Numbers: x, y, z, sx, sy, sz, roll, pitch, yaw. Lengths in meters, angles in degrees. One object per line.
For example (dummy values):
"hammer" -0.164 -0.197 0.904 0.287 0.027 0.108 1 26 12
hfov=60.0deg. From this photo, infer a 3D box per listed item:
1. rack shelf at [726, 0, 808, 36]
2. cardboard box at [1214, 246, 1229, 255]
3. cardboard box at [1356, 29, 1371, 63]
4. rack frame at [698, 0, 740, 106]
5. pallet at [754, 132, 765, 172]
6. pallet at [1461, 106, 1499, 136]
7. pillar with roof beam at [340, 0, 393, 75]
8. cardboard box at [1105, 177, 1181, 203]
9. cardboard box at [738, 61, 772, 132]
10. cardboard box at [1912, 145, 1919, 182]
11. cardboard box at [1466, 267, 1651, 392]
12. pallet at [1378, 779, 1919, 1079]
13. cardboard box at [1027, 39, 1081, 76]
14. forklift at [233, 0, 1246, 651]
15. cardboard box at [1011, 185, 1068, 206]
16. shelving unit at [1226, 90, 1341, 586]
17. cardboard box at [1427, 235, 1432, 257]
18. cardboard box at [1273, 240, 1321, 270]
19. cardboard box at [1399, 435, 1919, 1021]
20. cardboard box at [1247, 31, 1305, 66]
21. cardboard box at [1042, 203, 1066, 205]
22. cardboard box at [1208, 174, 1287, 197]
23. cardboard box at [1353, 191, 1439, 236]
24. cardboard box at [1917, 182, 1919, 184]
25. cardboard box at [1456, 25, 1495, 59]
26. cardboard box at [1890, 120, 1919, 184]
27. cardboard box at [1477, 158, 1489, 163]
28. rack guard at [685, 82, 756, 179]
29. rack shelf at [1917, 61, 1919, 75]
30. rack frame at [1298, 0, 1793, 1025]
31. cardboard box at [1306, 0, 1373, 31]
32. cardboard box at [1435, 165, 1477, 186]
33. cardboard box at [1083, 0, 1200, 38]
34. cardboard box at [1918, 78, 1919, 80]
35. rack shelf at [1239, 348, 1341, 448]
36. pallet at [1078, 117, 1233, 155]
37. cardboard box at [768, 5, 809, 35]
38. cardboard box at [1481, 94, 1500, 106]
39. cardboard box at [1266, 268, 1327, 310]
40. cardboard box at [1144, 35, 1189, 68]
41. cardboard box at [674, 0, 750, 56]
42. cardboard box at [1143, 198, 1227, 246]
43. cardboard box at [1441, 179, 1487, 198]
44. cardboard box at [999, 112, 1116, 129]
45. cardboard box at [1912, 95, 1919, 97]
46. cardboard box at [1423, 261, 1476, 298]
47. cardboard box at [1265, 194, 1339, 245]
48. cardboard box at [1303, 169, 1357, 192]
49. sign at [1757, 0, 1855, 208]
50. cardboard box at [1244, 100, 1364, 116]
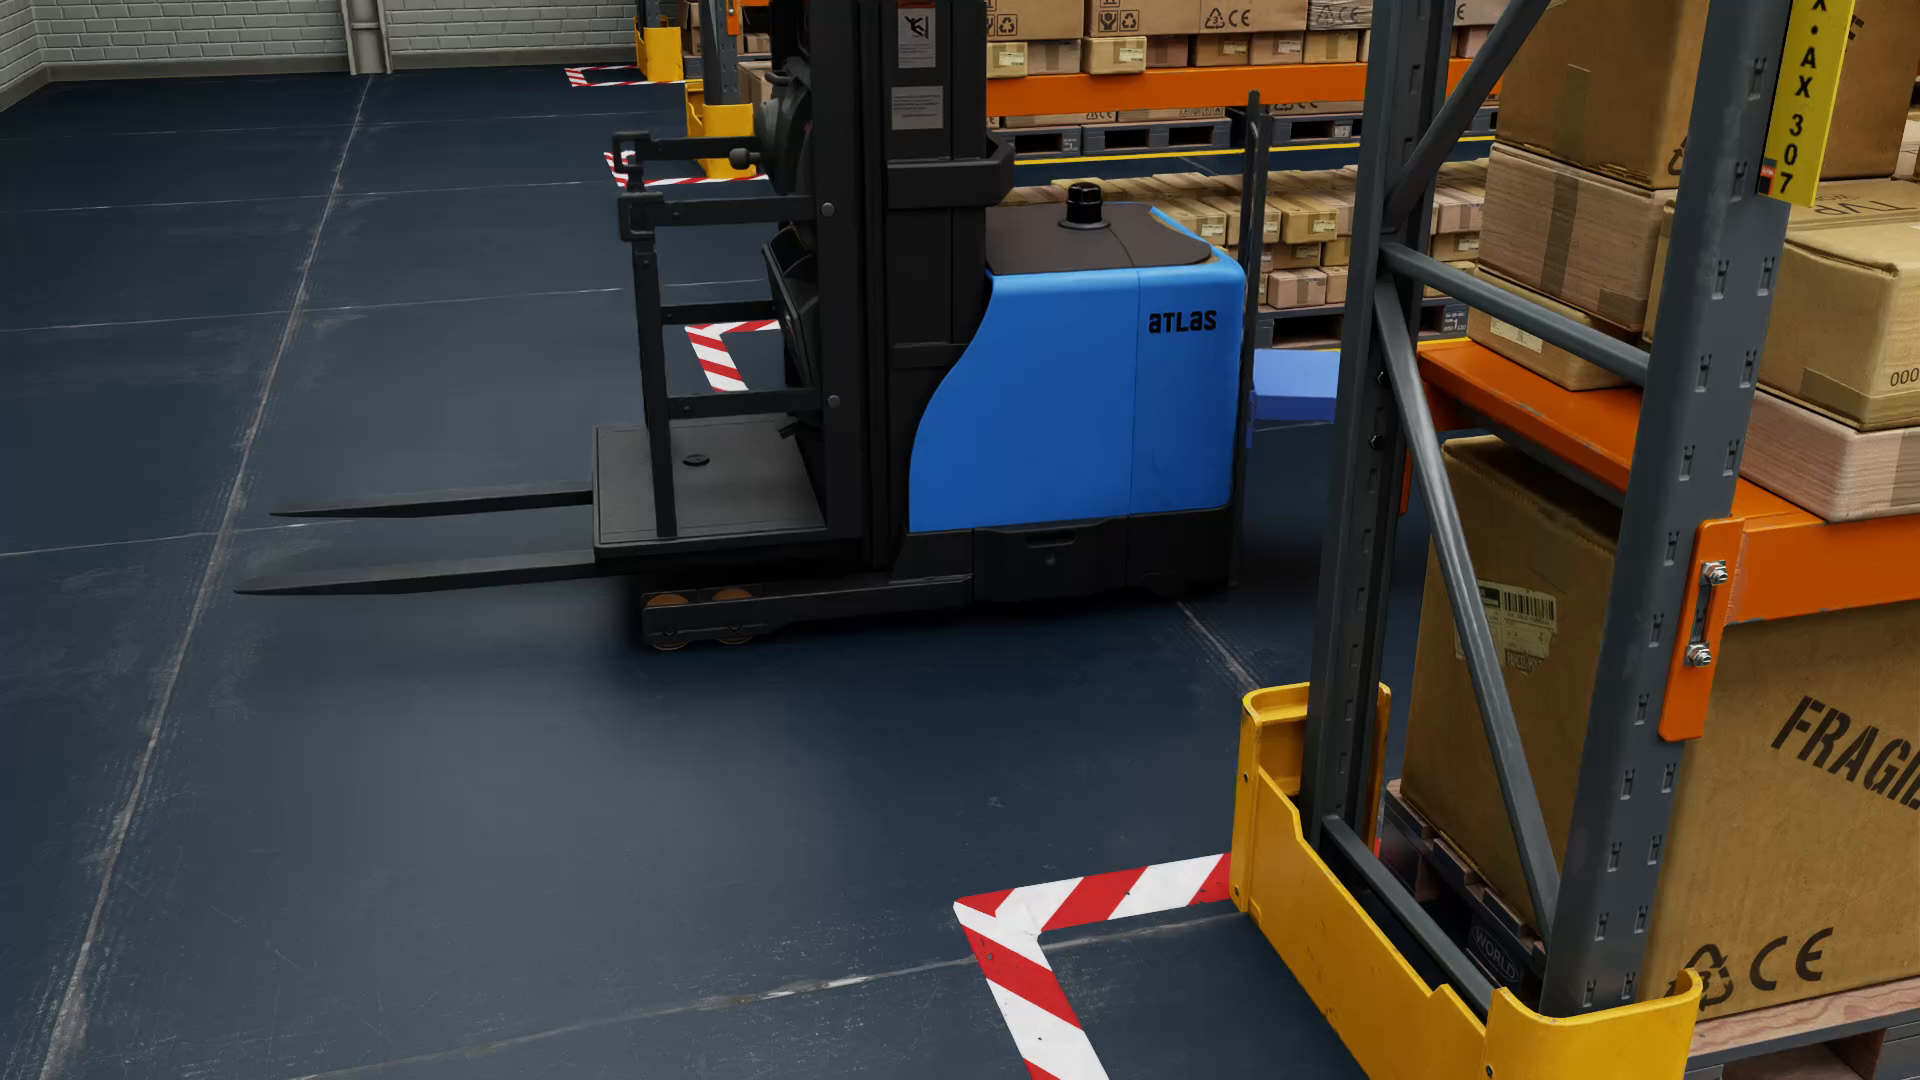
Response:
"rack shelf" 0.201 -4.023 12.234 4.000 0.370 1.077 -6 24 -14
"cardboard box" 1.051 -1.303 7.689 0.250 0.149 0.380 -6 24 -13
"cardboard box" 1.864 -2.269 7.553 0.250 0.149 0.380 -6 24 -13
"rack frame" -1.724 -4.140 11.595 0.127 3.000 1.000 -6 24 -14
"pallet" -0.976 -2.974 12.413 1.213 0.211 1.003 -6 24 -14
"pallet" 4.026 -3.527 13.703 1.213 0.211 1.003 -6 24 -14
"pillar with roof beam" -4.745 -7.202 11.122 0.400 9.000 9.100 -6 24 -14
"cardboard box" 0.890 -1.665 8.155 0.250 0.149 0.380 -7 24 -16
"cardboard box" -1.116 -3.264 12.270 0.875 0.438 0.875 -7 24 -16
"cardboard box" 1.969 -0.792 2.654 0.500 0.500 0.500 -7 24 -16
"cardboard box" 1.207 -0.425 3.256 0.250 0.149 0.380 -6 24 -13
"pallet" 1.701 0.789 3.644 1.213 0.211 1.003 -6 24 -14
"cardboard box" 0.345 -2.109 7.180 0.250 0.149 0.380 -5 24 -12
"forklift" -0.700 -1.243 4.929 3.031 2.935 1.130 -5 24 -11
"cardboard box" 0.409 -1.586 7.970 0.250 0.149 0.380 -6 24 -13
"shelving unit" 1.416 -0.622 5.298 1.048 1.500 0.538 2 23 5
"cardboard box" 2.062 -1.450 8.030 0.250 0.149 0.380 -7 24 -17
"cardboard box" 1.531 -1.412 7.943 0.250 0.149 0.380 -5 24 -12
"cardboard box" 1.547 0.307 3.393 0.875 0.875 0.875 -6 24 -14
"cardboard box" 1.344 -2.232 7.467 0.250 0.149 0.380 -7 24 -15
"cardboard box" 0.539 -1.430 7.607 0.250 0.149 0.380 -6 24 -13
"cardboard box" 1.418 -1.701 8.238 0.250 0.149 0.380 -7 24 -16
"cardboard box" 2.053 -1.551 7.888 0.250 0.149 0.380 -7 24 -16
"cardboard box" 1.986 -0.452 2.813 0.500 0.250 0.500 -7 24 -15
"cardboard box" 2.349 -2.330 7.695 0.250 0.149 0.380 -7 24 -17
"cardboard box" 1.836 -0.652 3.278 0.500 0.250 0.500 -7 24 -15
"cardboard box" 2.893 -1.889 8.677 0.250 0.149 0.380 -5 24 -12
"rack guard" -1.747 -2.989 12.082 0.348 0.500 1.175 -6 24 -14
"rack shelf" 5.487 -2.580 8.872 4.000 0.370 1.077 -6 24 -14
"rack frame" 0.953 -0.378 2.827 0.127 3.000 1.000 -6 24 -14
"cardboard box" 1.690 -2.568 7.427 0.500 0.500 0.500 -7 24 -16
"cardboard box" 2.418 -1.807 8.486 0.250 0.149 0.380 -7 24 -16
"cardboard box" 0.726 -2.464 7.185 0.500 0.500 0.500 -6 24 -14
"cardboard box" 5.715 -2.429 9.294 0.500 0.250 0.500 -6 24 -14
"rack shelf" 1.416 -0.457 5.369 1.000 0.185 0.538 2 23 5
"pallet" 1.374 -3.234 13.019 1.213 0.211 1.003 -6 24 -14
"cardboard box" -1.621 -5.174 16.642 0.500 0.500 0.700 -5 24 -12
"cardboard box" 4.431 -4.074 13.602 0.875 0.875 0.875 -6 24 -14
"cardboard box" 1.527 -1.219 7.871 0.250 0.149 0.380 -8 24 -17
"cardboard box" 0.831 -2.197 7.385 0.250 0.149 0.380 -5 24 -12
"cardboard box" -2.454 -5.099 16.464 0.637 0.503 0.797 -7 24 -16
"cardboard box" 1.033 -1.466 7.691 0.250 0.149 0.380 -8 24 -17
"cardboard box" 2.545 -1.648 8.115 0.250 0.149 0.380 -6 24 -13
"cardboard box" 0.632 -3.460 12.727 0.875 0.438 0.875 -7 24 -16
"cardboard box" 5.349 -2.175 8.702 0.500 0.250 0.500 -5 24 -12
"cardboard box" 2.279 -1.299 8.057 0.250 0.149 0.380 -6 24 -14
"cardboard box" 1.568 -1.503 7.776 0.250 0.149 0.380 -6 24 -14
"cardboard box" 1.910 -1.751 8.355 0.250 0.149 0.380 -7 24 -17
"sign" 1.097 -0.601 2.148 0.005 0.325 0.100 -6 24 -14
"cardboard box" 2.702 -3.879 13.149 0.875 0.875 0.875 -6 24 -13
